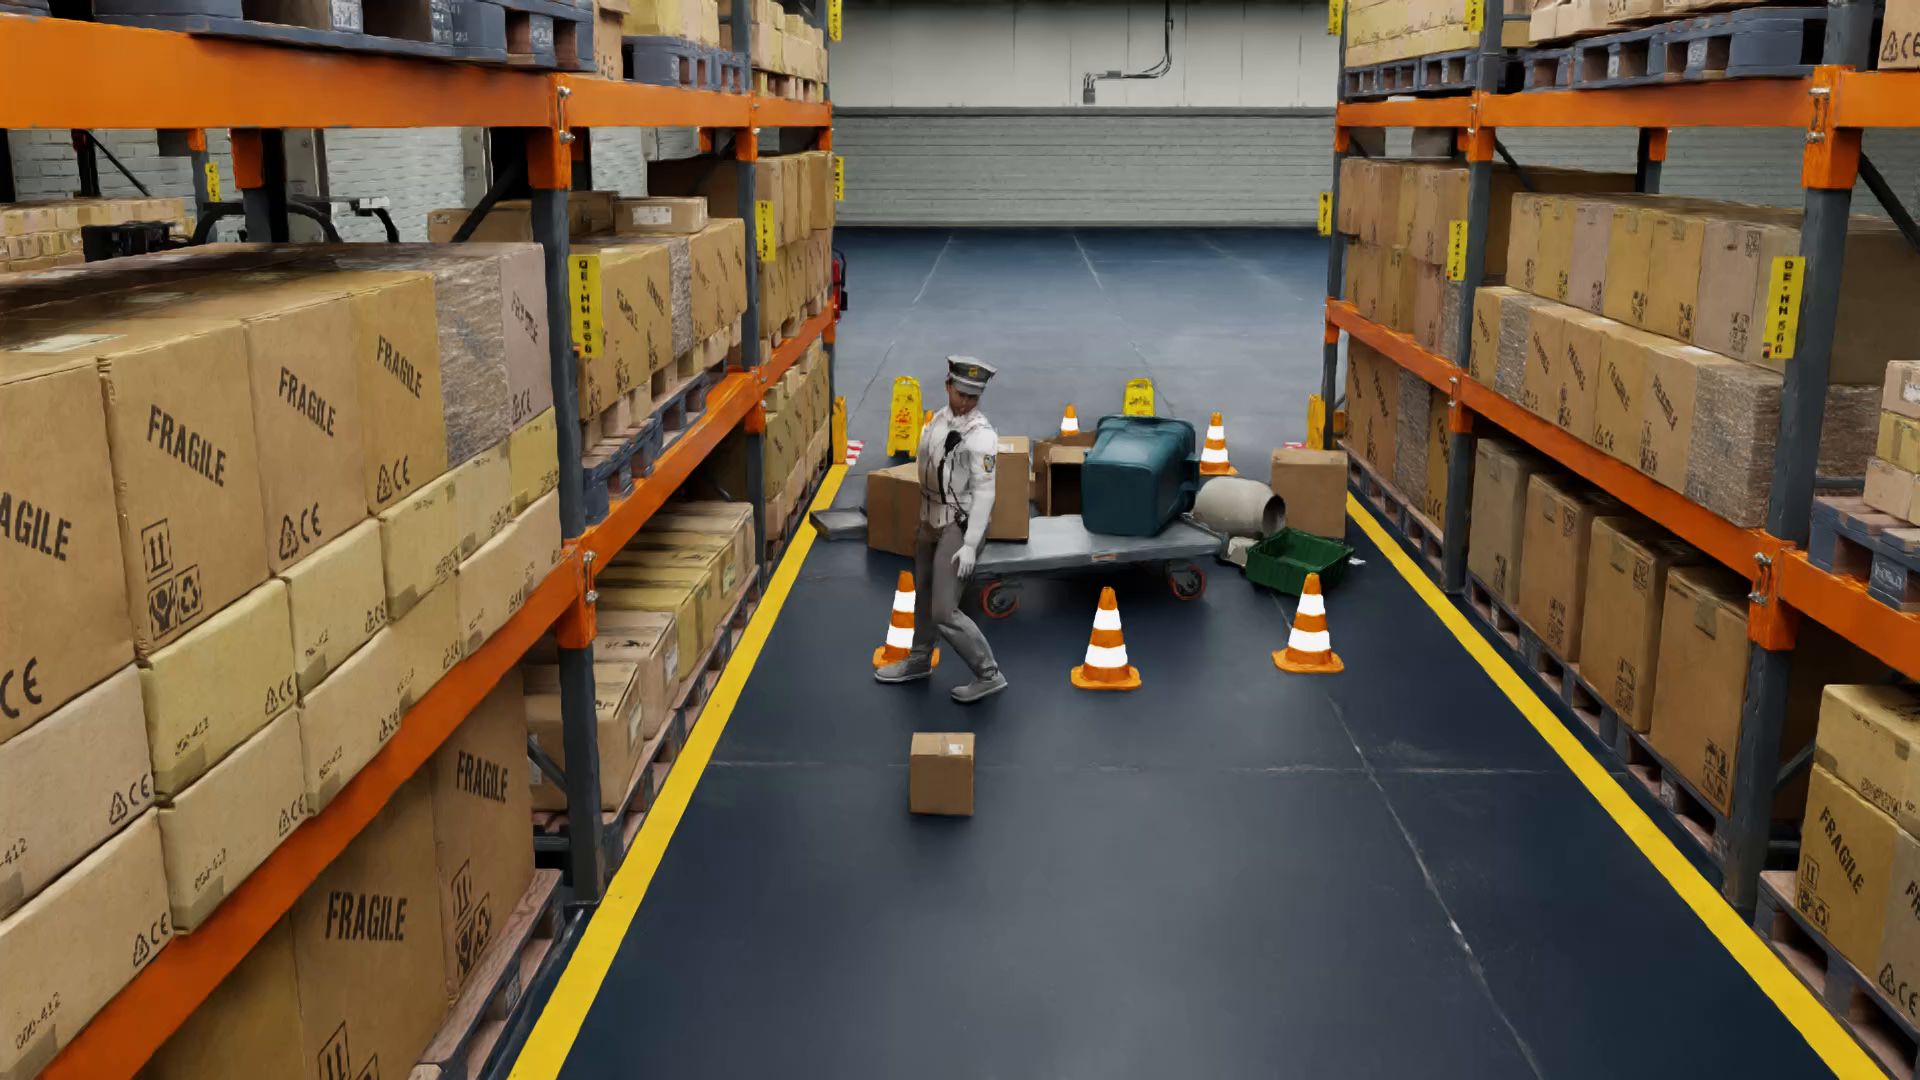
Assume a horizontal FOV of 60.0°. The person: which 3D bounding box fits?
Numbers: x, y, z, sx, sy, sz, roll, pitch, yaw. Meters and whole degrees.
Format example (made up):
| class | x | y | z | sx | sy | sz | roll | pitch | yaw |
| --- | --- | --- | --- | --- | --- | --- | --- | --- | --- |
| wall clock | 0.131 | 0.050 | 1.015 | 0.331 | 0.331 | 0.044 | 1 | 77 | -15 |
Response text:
| class | x | y | z | sx | sy | sz | roll | pitch | yaw |
| --- | --- | --- | --- | --- | --- | --- | --- | --- | --- |
| person | -0.087 | -0.064 | 7.768 | 0.477 | 1.635 | 0.671 | -6 | 15 | -23 |
